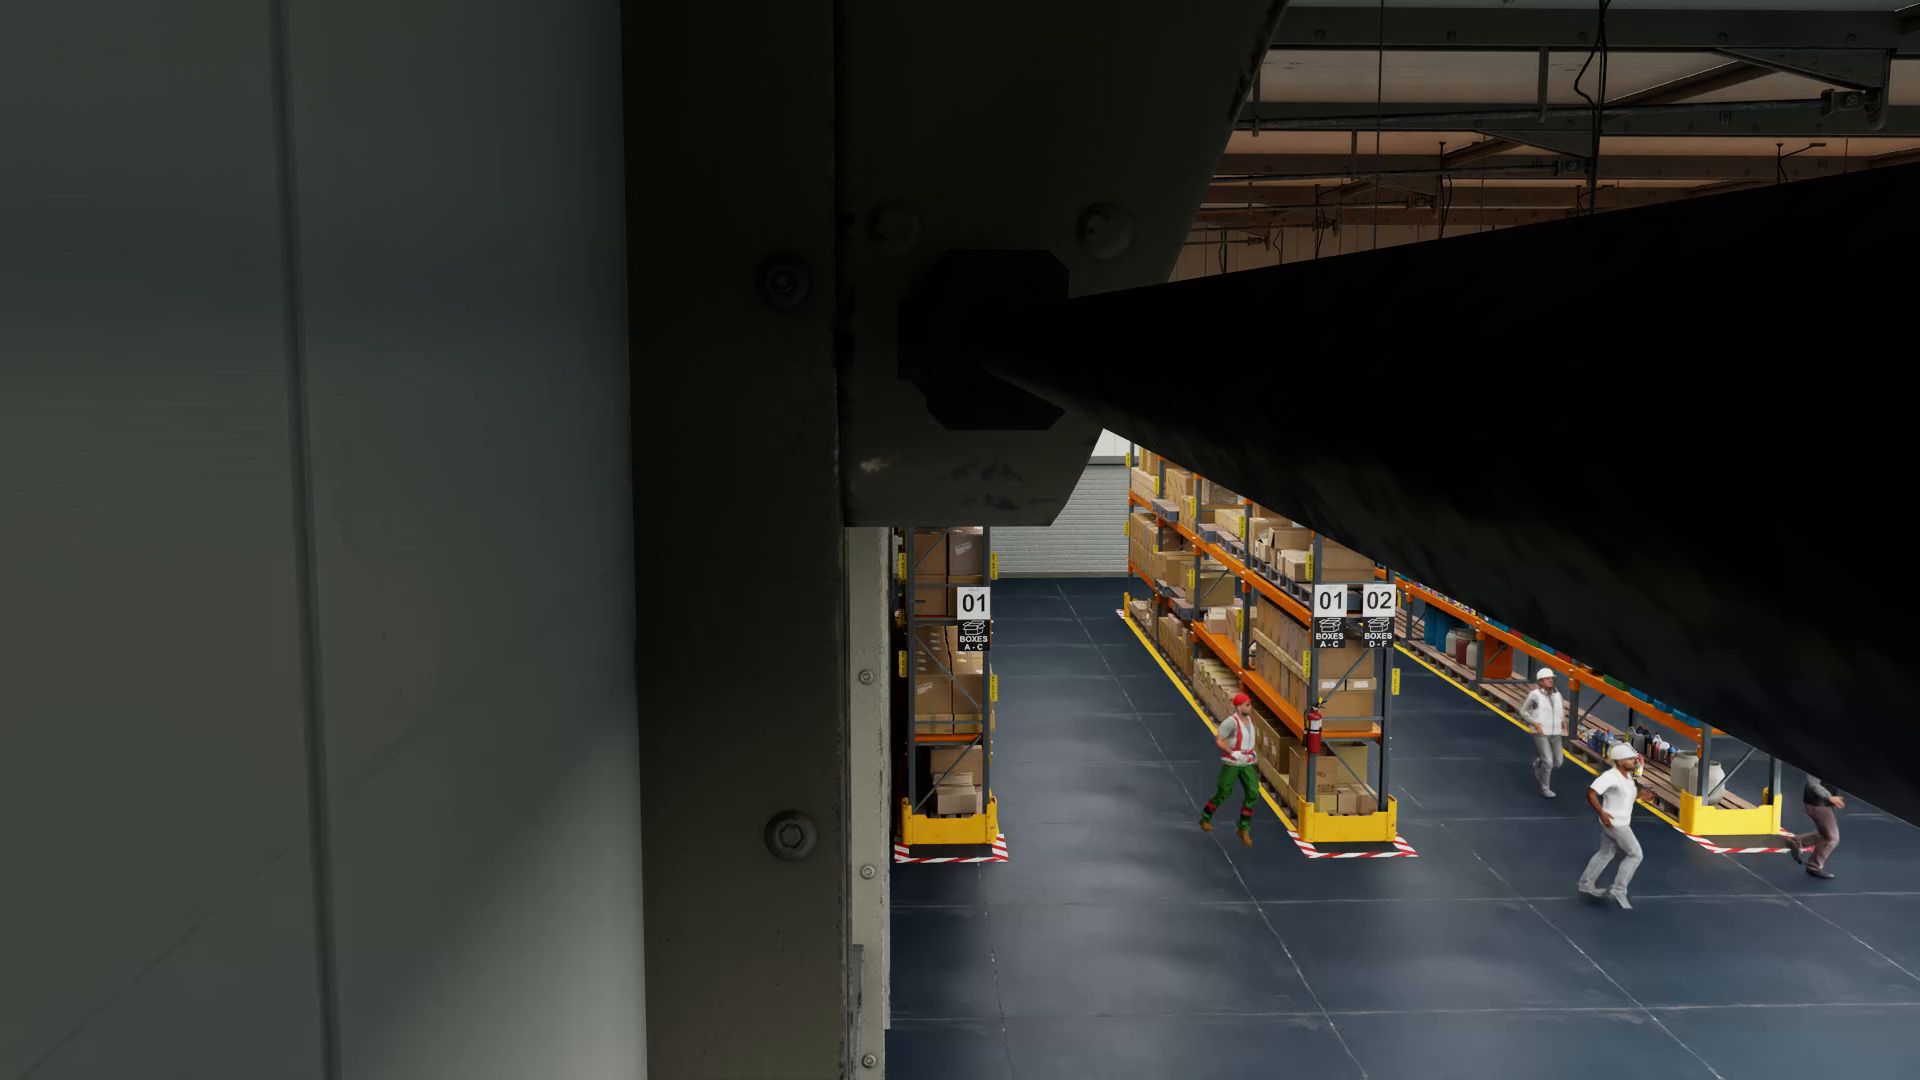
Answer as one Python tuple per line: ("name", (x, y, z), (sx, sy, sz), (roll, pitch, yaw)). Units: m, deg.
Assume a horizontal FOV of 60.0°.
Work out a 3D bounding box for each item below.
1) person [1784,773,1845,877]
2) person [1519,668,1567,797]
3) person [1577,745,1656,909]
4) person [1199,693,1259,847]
("person", (9.899, 3.045, 19.231), (0.608, 1.674, 0.686), (4, 8, 30))
("person", (7.922, 2.593, 22.577), (0.661, 1.723, 0.647), (-2, 8, -14))
("person", (7.229, 3.142, 18.299), (0.749, 1.825, 0.661), (3, 8, 24))
("person", (3.407, 2.767, 20.375), (0.720, 1.806, 0.783), (-5, 9, -33))
